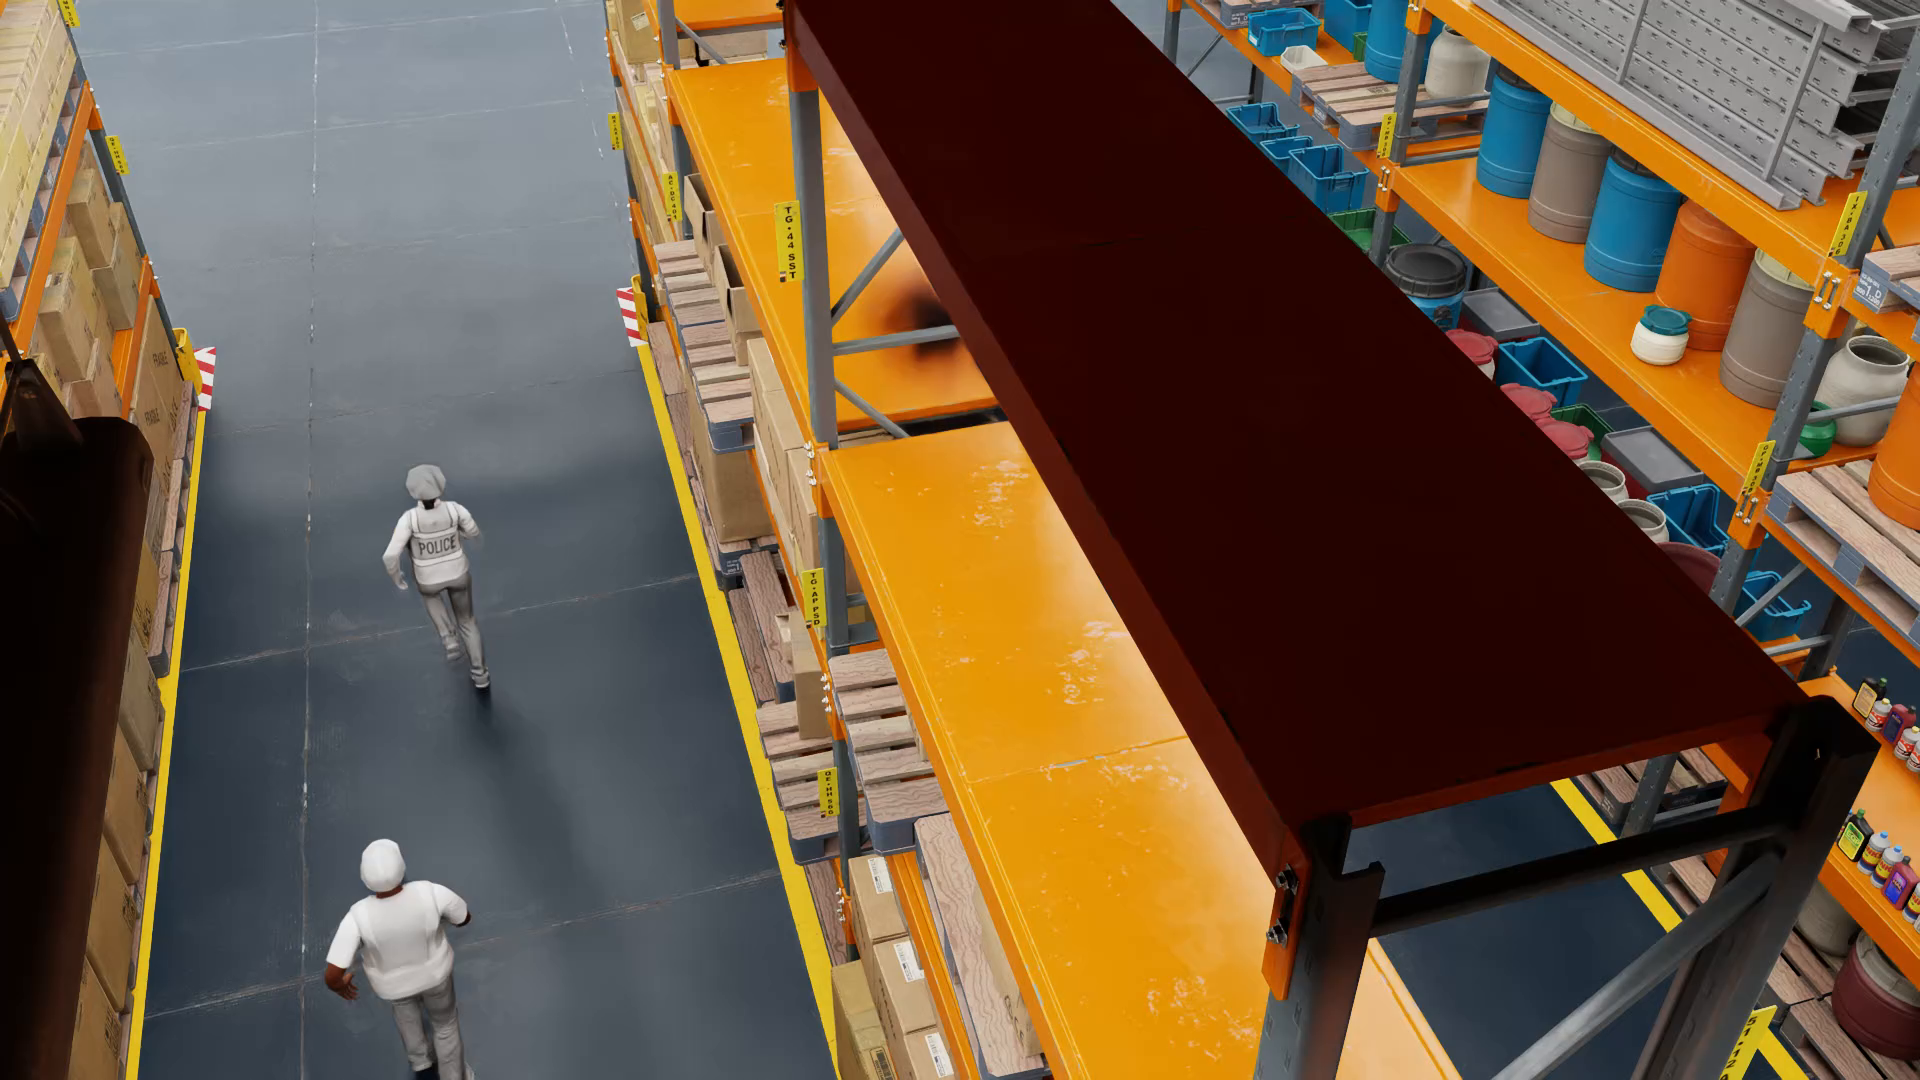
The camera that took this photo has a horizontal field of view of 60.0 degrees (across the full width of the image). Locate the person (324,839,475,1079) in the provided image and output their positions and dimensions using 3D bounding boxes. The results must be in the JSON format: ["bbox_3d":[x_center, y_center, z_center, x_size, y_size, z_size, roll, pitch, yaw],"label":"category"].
[{"bbox_3d":[-2.850,2.235,8.620,0.721,1.821,0.729,-13,40,-15],"label":"person"}]

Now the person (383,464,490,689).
[{"bbox_3d":[-3.515,0.211,11.205,0.636,1.651,0.767,-15,41,-18],"label":"person"}]
